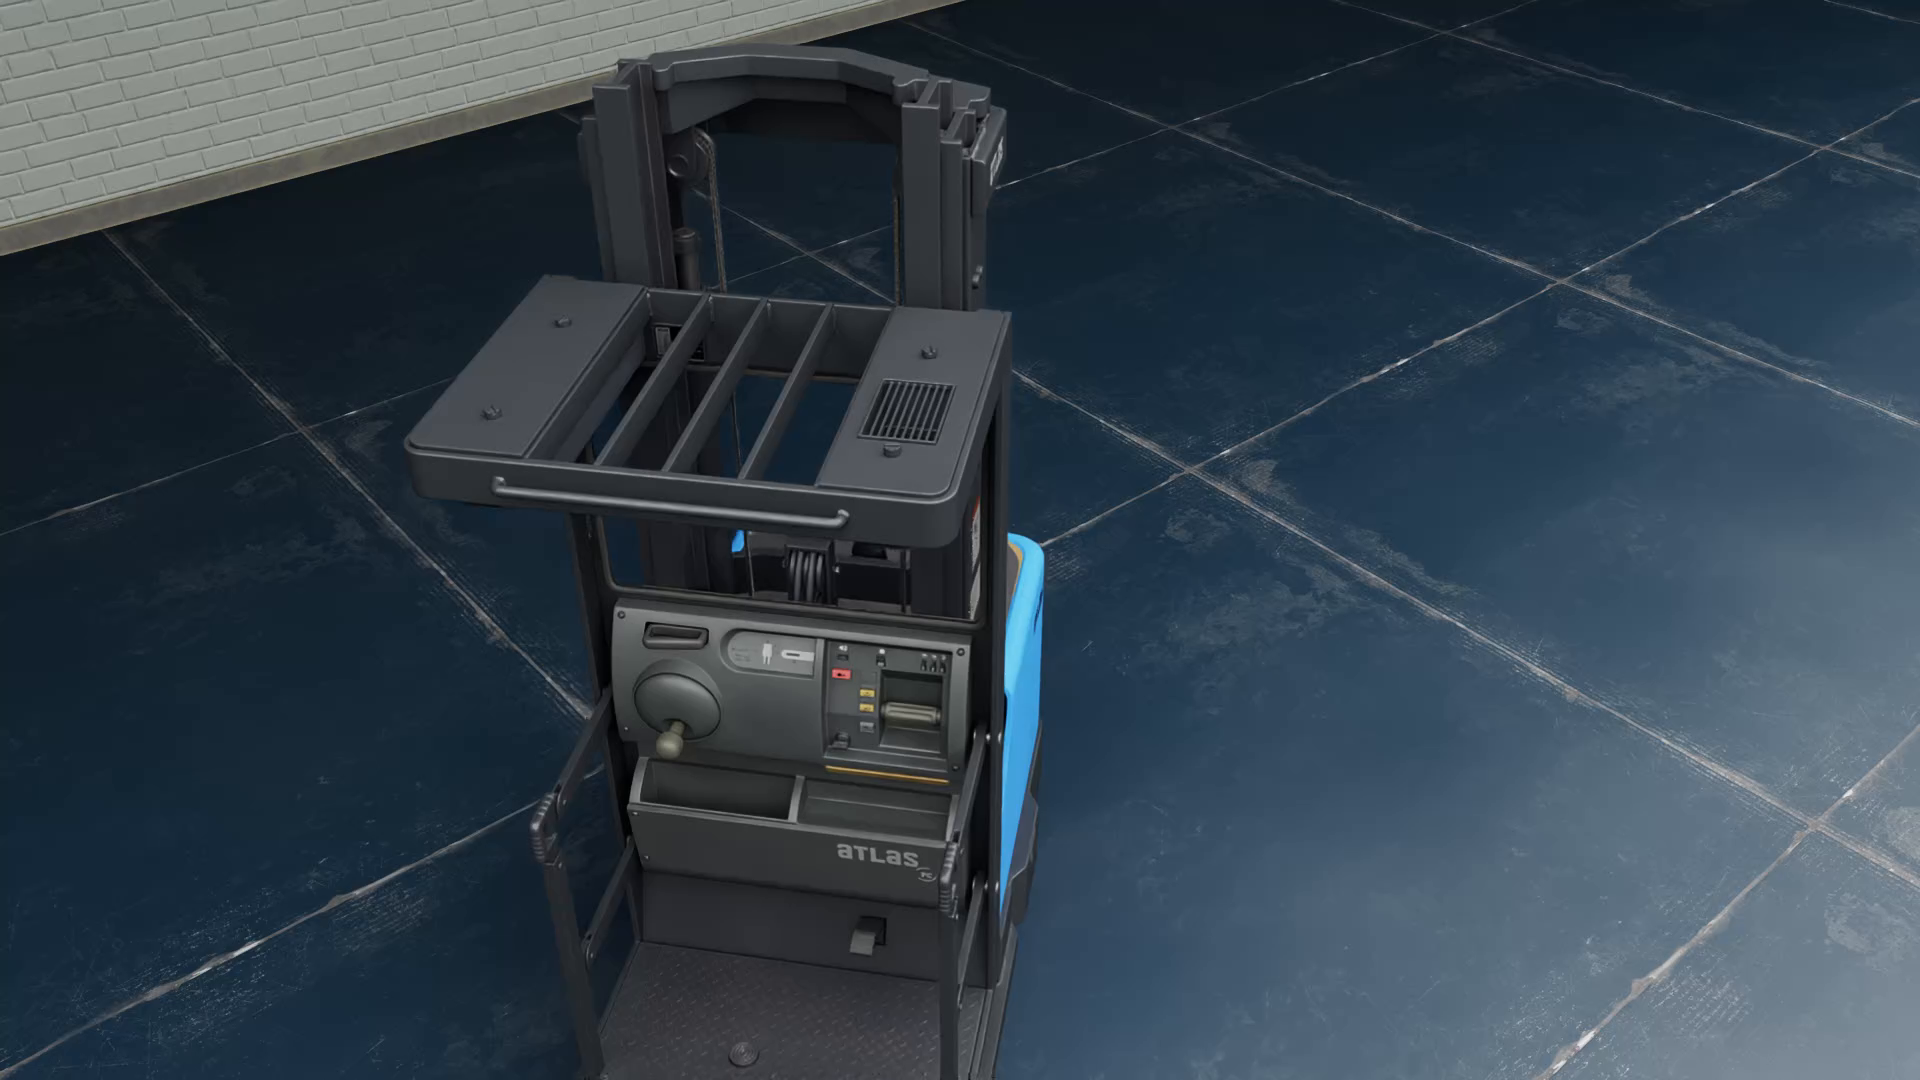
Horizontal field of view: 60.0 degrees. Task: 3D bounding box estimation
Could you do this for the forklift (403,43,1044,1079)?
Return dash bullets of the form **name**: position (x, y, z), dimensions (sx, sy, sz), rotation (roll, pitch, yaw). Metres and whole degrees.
- **forklift**: position (-0.471, 0.456, 4.070), dimensions (1.130, 2.935, 3.031), rotation (6, 36, 8)
